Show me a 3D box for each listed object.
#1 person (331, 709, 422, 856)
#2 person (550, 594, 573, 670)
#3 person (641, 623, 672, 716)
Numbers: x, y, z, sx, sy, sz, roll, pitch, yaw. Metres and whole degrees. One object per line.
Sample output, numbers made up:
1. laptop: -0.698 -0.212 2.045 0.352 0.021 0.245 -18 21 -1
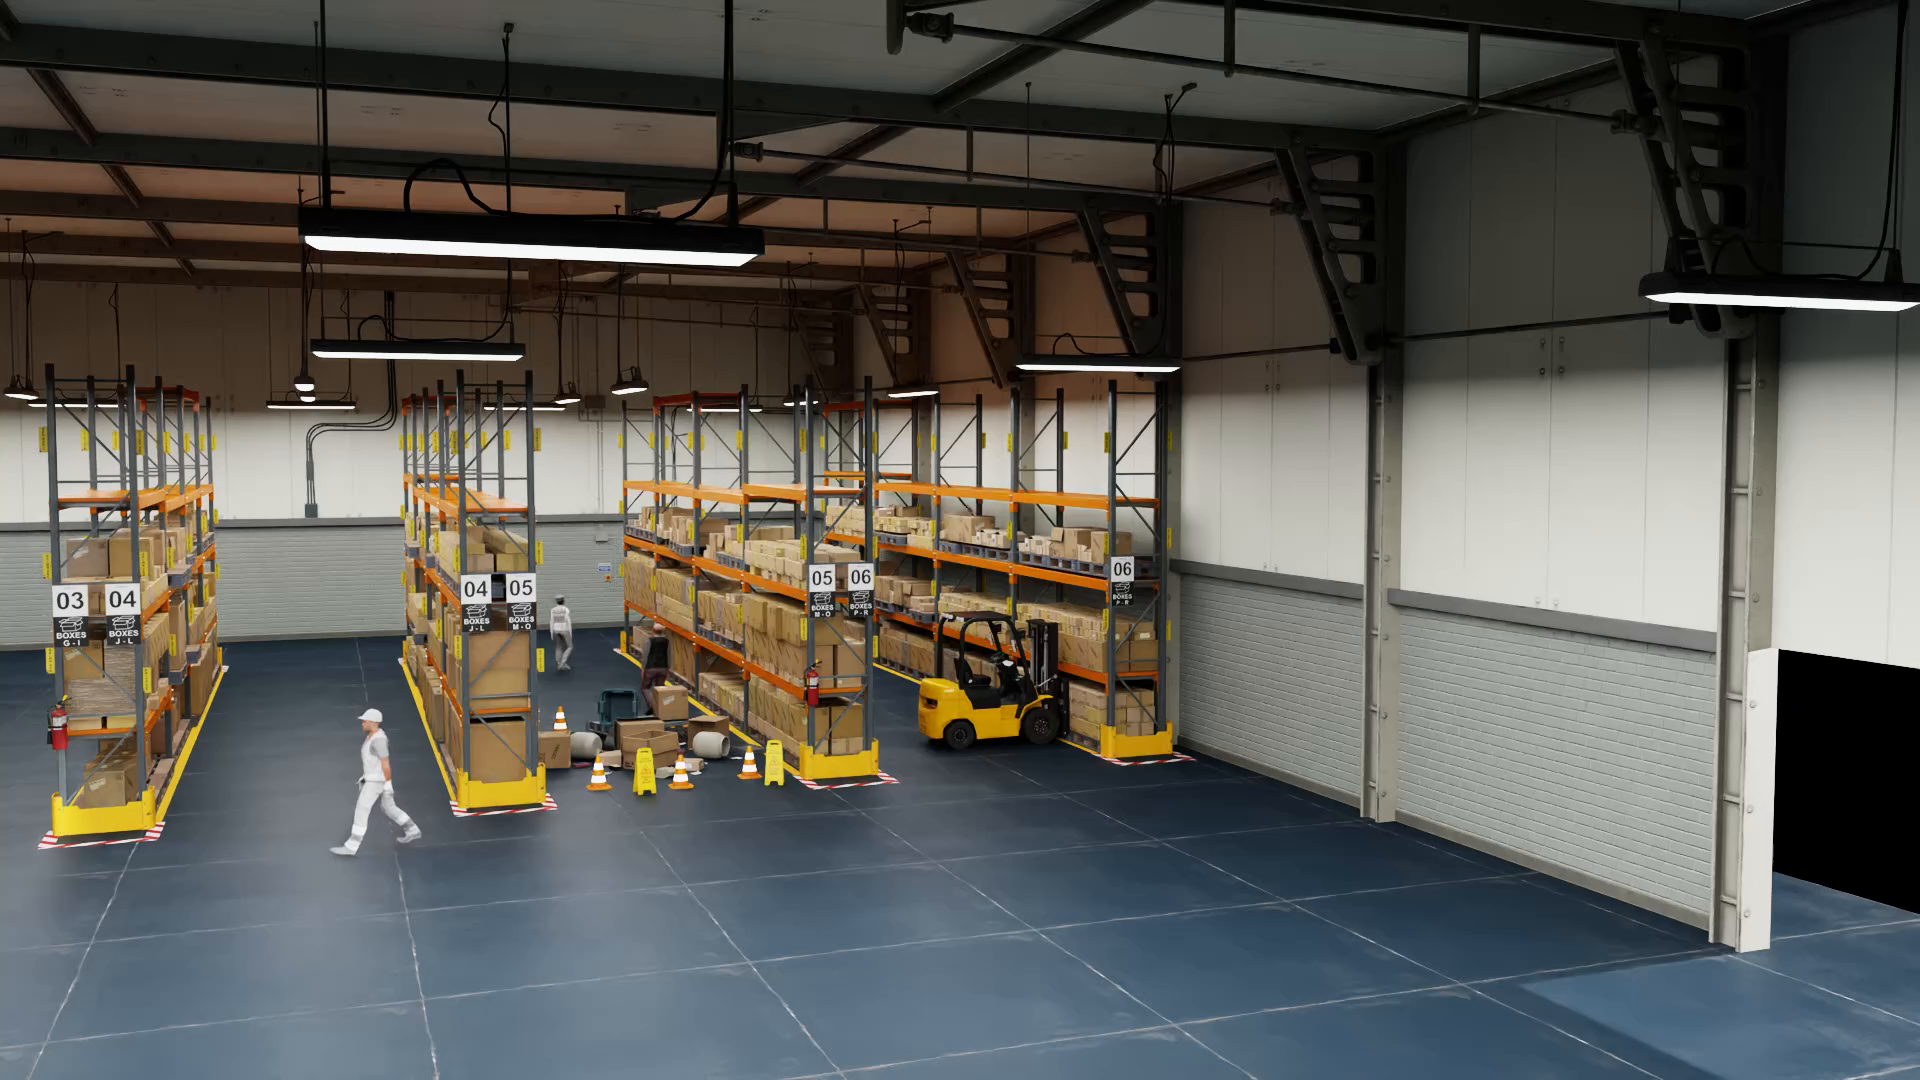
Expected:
1. person: -7.164 2.944 20.389 1.036 1.750 0.551 -1 3 -16
2. person: -8.770 2.036 36.497 0.514 1.677 0.467 1 3 15
3. person: -5.498 2.371 30.146 0.569 1.718 0.461 -2 4 -26
